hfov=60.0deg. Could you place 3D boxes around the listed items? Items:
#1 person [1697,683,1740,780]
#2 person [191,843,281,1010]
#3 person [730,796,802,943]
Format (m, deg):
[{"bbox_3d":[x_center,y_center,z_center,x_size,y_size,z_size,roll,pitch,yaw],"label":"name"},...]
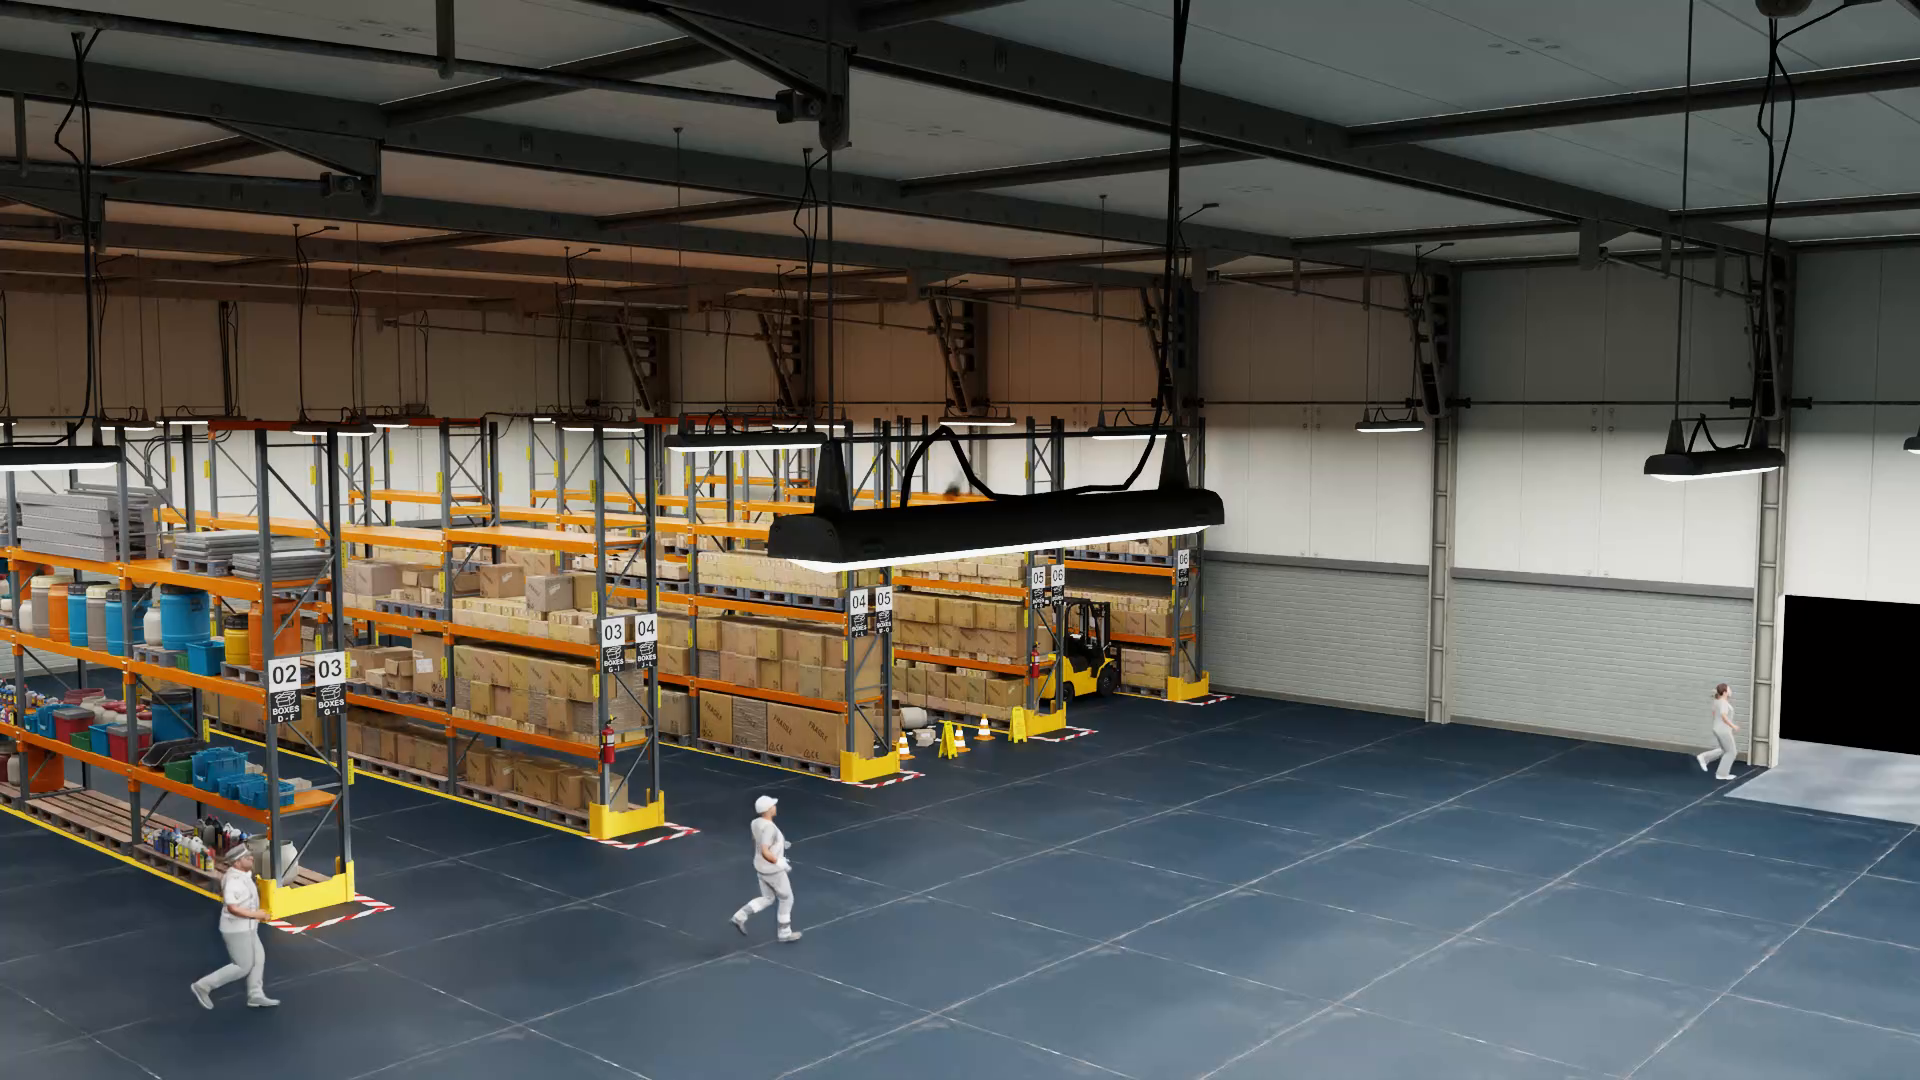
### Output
[{"bbox_3d":[12.707,3.202,27.867,0.601,1.623,0.609,1,5,8],"label":"person"},{"bbox_3d":[-7.544,4.028,17.275,0.844,1.786,0.670,-2,5,-23],"label":"person"},{"bbox_3d":[-2.246,3.844,19.364,0.856,1.759,0.668,-3,5,-29],"label":"person"}]
